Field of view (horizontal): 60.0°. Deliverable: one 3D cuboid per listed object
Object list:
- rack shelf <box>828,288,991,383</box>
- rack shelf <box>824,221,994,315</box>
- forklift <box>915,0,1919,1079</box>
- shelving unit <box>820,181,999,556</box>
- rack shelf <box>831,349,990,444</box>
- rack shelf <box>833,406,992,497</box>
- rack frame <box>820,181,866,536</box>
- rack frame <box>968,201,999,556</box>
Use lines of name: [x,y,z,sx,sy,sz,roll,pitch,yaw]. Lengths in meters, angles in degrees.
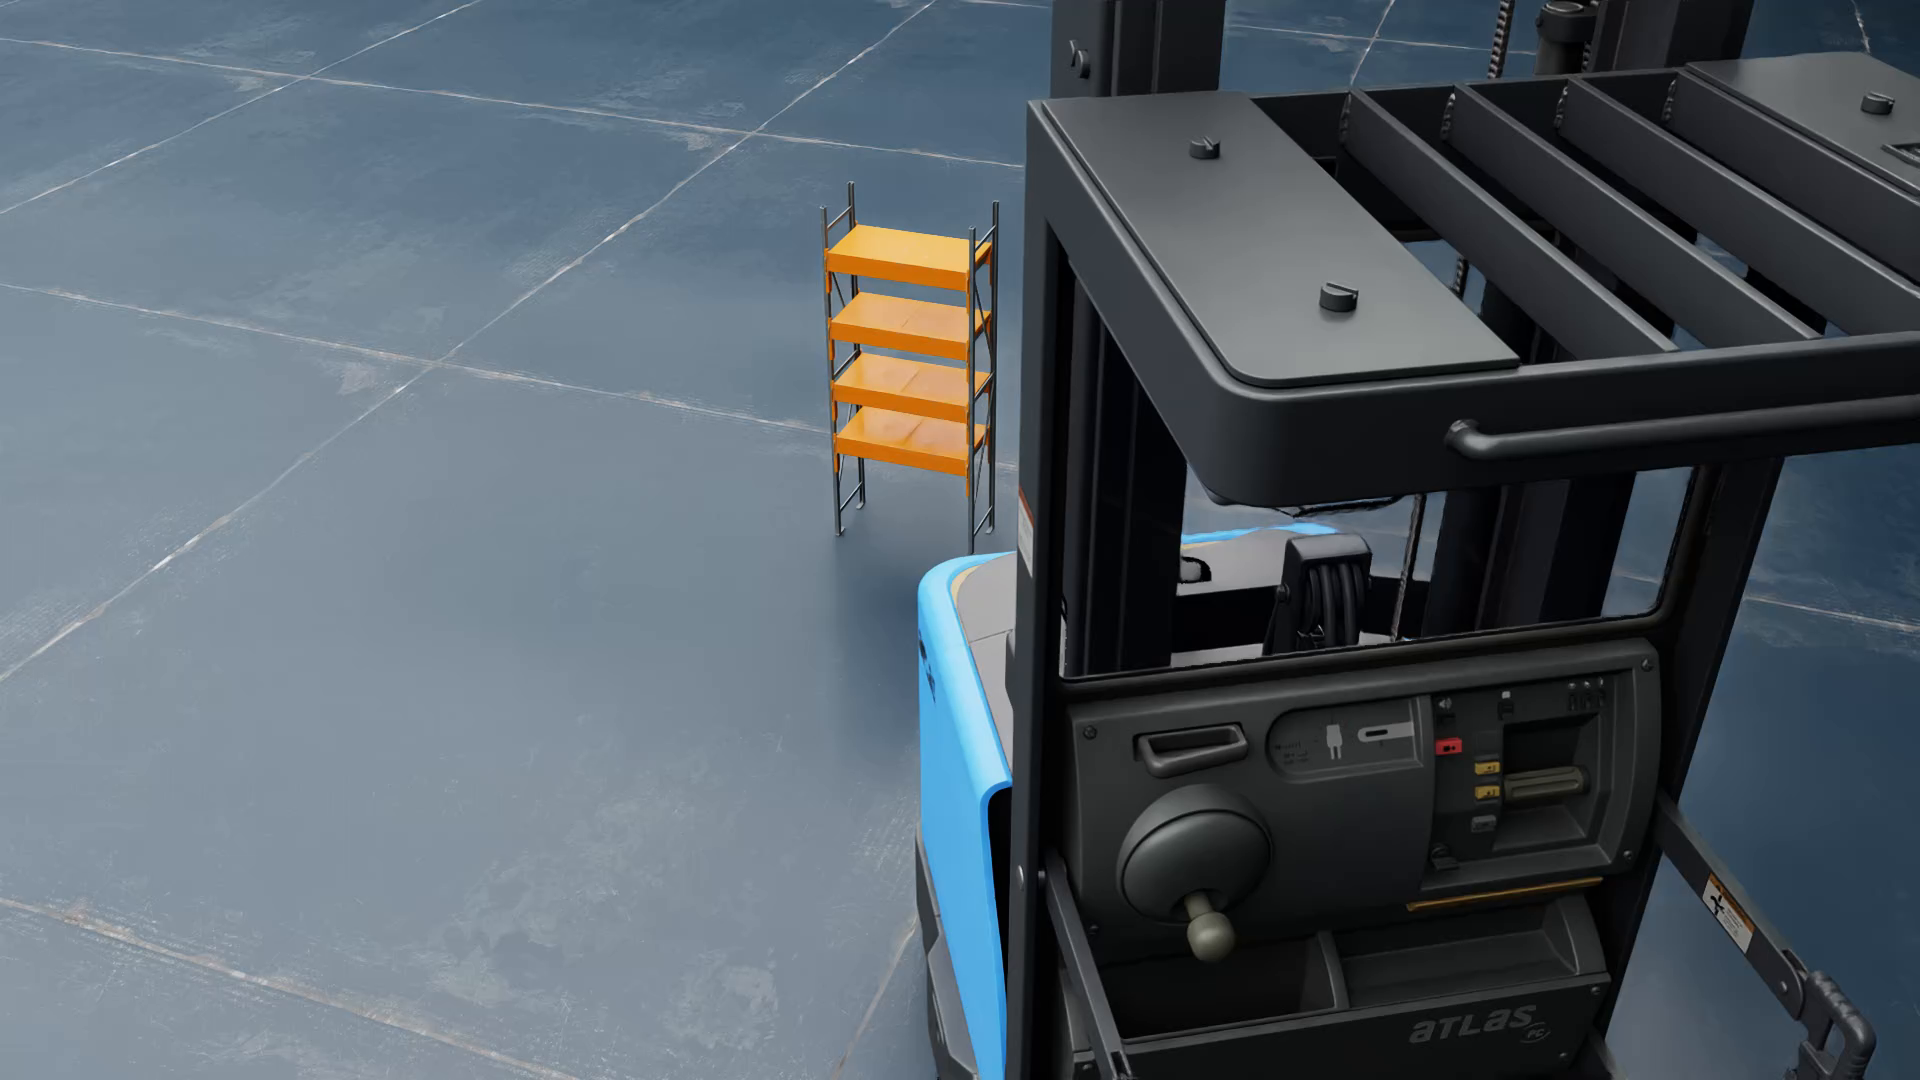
rack shelf: [-0.156,-0.666,5.387,0.480,0.148,0.258,11,34,16]
rack shelf: [-0.156,-0.864,5.258,0.480,0.148,0.258,11,34,16]
forklift: [0.667,0.451,2.350,1.130,2.935,3.031,-6,33,-9]
shelving unit: [-0.156,-0.534,5.471,0.503,1.200,0.258,11,34,16]
rack shelf: [-0.156,-0.478,5.508,0.480,0.148,0.258,11,34,16]
rack shelf: [-0.156,-0.311,5.616,0.480,0.148,0.258,11,34,16]
rack frame: [-0.386,-0.579,5.541,0.015,1.200,0.240,11,34,16]
rack frame: [0.074,-0.490,5.402,0.015,1.200,0.240,11,34,16]
